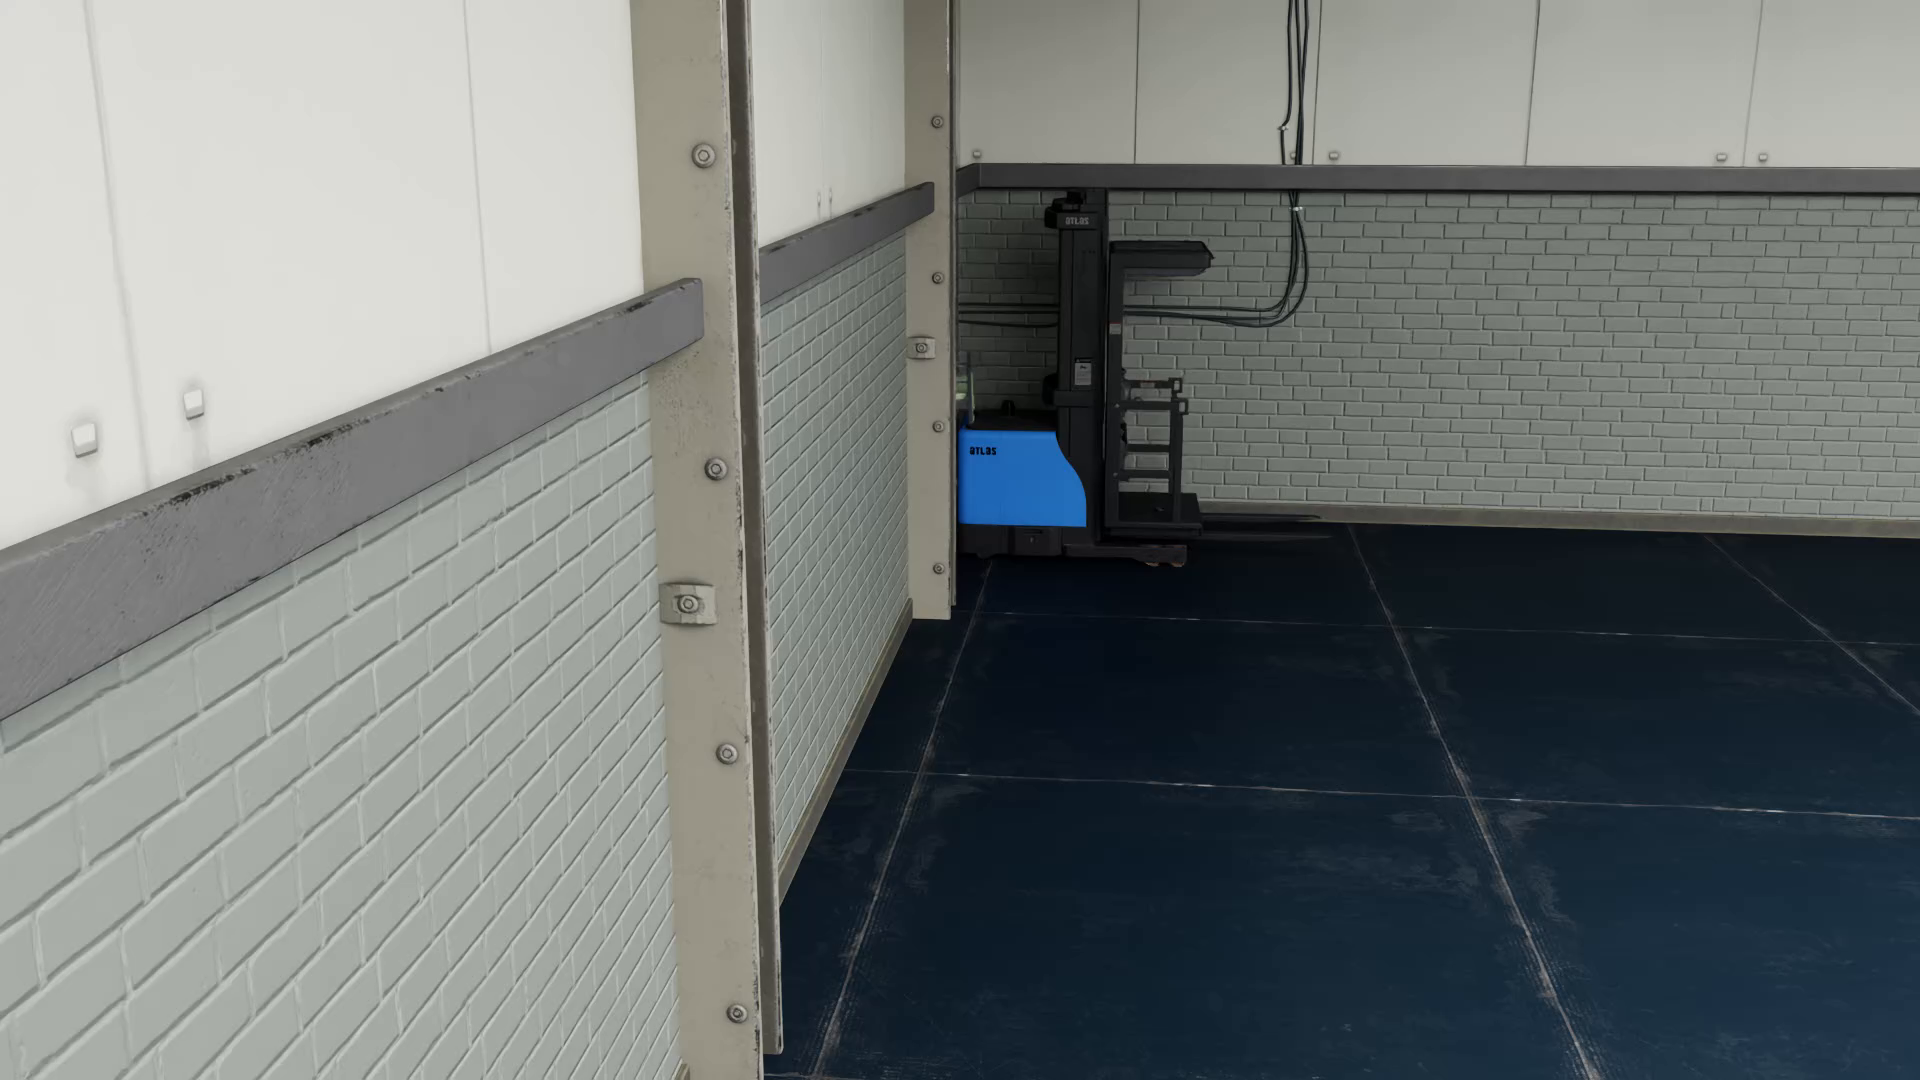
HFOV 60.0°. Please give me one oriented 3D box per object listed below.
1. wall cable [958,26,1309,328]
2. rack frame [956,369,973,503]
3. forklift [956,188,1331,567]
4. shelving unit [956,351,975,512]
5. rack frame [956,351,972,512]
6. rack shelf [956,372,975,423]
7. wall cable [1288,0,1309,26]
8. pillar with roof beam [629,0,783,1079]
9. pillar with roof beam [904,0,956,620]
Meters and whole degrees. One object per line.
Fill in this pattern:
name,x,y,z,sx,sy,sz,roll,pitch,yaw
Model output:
wall cable,1.442,-3.051,14.154,3.097,2.526,0.112,2,15,6
rack frame,-0.075,-0.645,13.552,0.400,1.500,0.023,-3,17,1
forklift,1.507,-1.344,13.518,3.031,2.935,1.130,1,15,5
shelving unit,-0.072,-0.755,13.901,0.431,1.500,0.755,-3,17,1
rack frame,-0.068,-0.864,14.250,0.400,1.500,0.023,-3,17,1
rack shelf,-0.093,-1.126,13.784,0.431,0.370,0.720,-3,17,1
wall cable,4.130,-5.409,13.200,3.097,2.526,0.112,2,15,6
pillar with roof beam,3.396,-2.142,4.843,9.100,9.000,0.400,2,15,6
pillar with roof beam,4.073,-3.698,10.598,9.100,9.000,0.400,2,15,6
